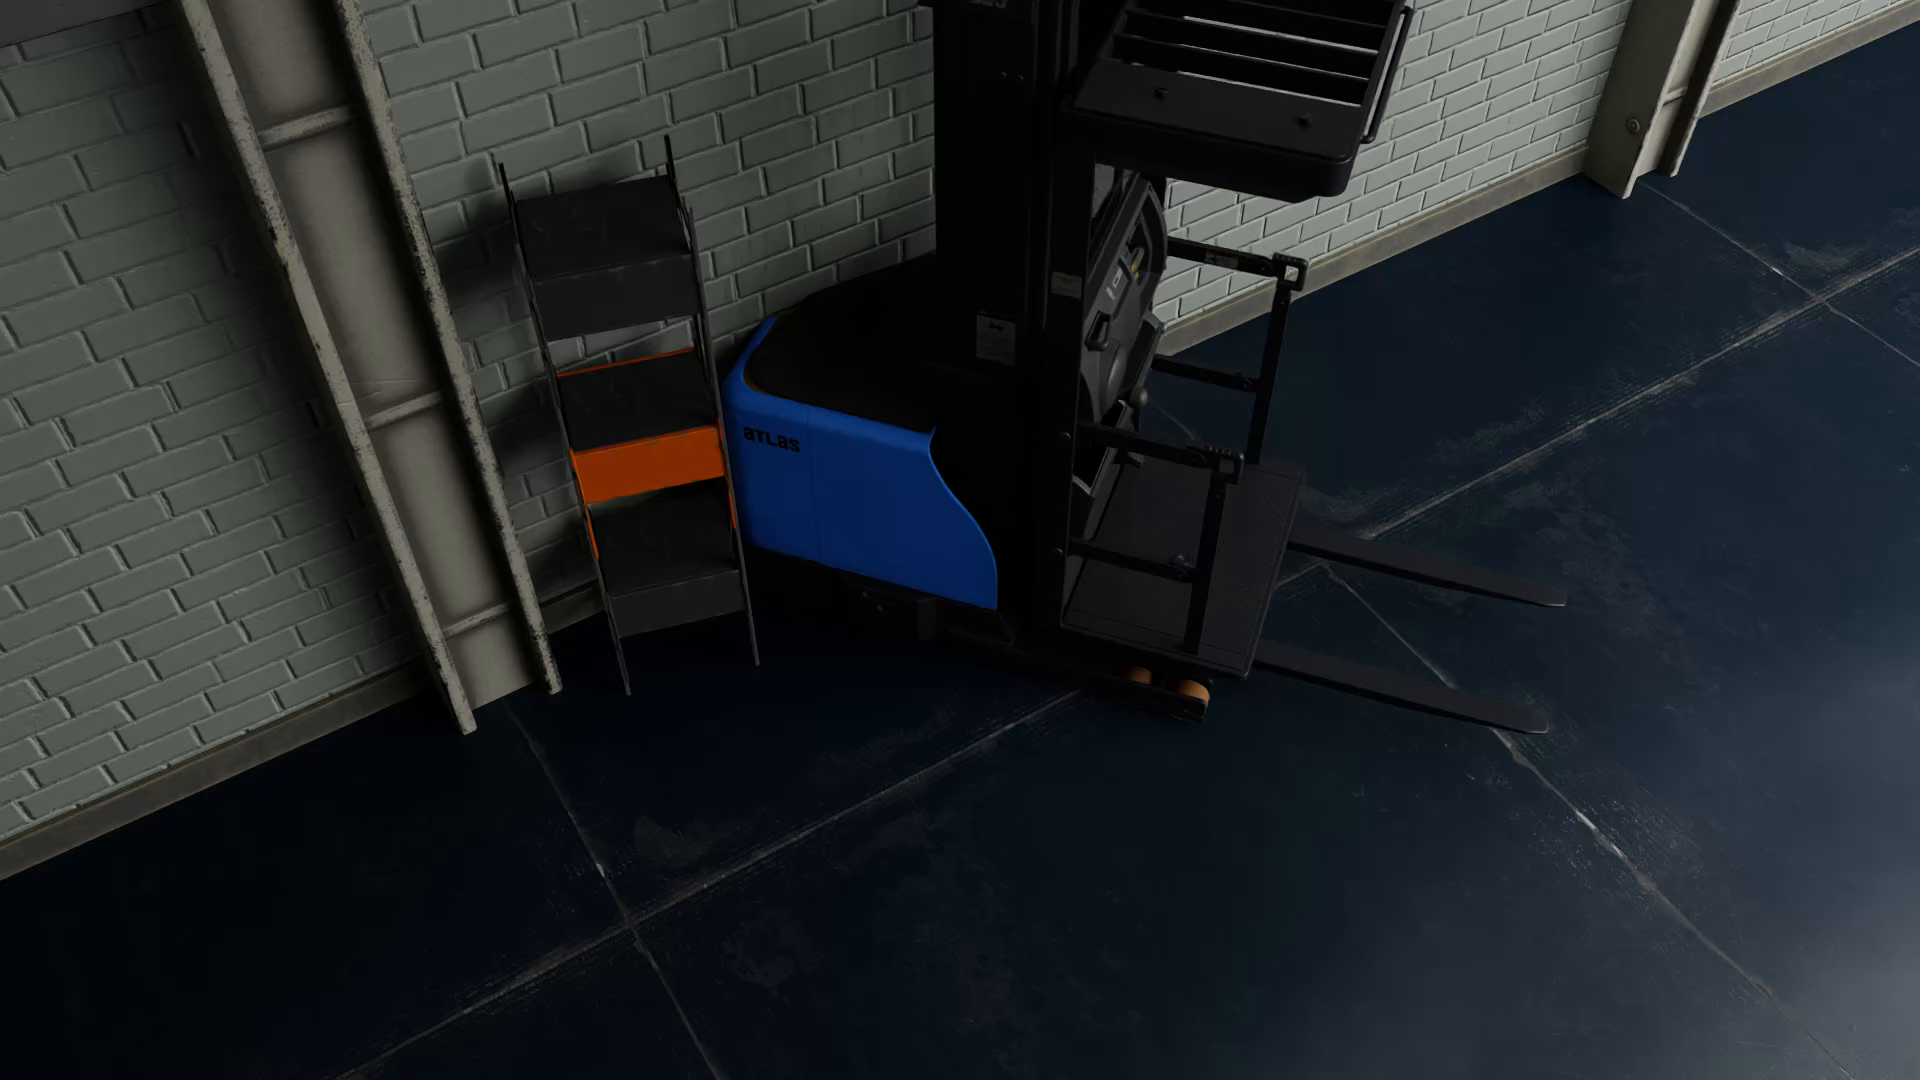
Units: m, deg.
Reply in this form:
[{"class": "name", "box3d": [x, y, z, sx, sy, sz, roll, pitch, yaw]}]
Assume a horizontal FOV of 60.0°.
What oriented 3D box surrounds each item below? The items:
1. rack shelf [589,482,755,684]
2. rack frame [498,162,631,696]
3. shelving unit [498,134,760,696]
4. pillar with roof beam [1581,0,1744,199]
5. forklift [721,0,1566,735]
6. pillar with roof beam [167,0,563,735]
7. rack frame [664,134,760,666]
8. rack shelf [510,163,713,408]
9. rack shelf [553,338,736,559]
[{"class": "rack shelf", "box3d": [-1.054, 0.159, 6.103, 0.480, 0.518, 0.431, -13, 50, -11]}, {"class": "rack frame", "box3d": [-1.288, -0.263, 5.524, 0.015, 2.100, 0.400, -13, 50, -11]}, {"class": "shelving unit", "box3d": [-1.054, -0.316, 5.570, 0.503, 2.100, 0.431, -13, 50, -11]}, {"class": "pillar with roof beam", "box3d": [5.644, -2.128, 2.564, 0.400, 9.000, 9.100, -25, 53, -21]}, {"class": "forklift", "box3d": [0.727, -0.759, 5.408, 3.031, 2.935, 1.130, 15, 50, 13]}, {"class": "pillar with roof beam", "box3d": [0.570, 0.263, 0.435, 0.400, 9.000, 9.100, -25, 53, -21]}, {"class": "rack frame", "box3d": [-0.820, -0.368, 5.617, 0.015, 2.100, 0.400, -13, 50, -11]}, {"class": "rack shelf", "box3d": [-1.054, -0.772, 5.058, 0.480, 0.518, 0.431, -13, 50, -11]}, {"class": "rack shelf", "box3d": [-1.054, -0.307, 5.581, 0.480, 0.518, 0.431, -13, 50, -11]}]
